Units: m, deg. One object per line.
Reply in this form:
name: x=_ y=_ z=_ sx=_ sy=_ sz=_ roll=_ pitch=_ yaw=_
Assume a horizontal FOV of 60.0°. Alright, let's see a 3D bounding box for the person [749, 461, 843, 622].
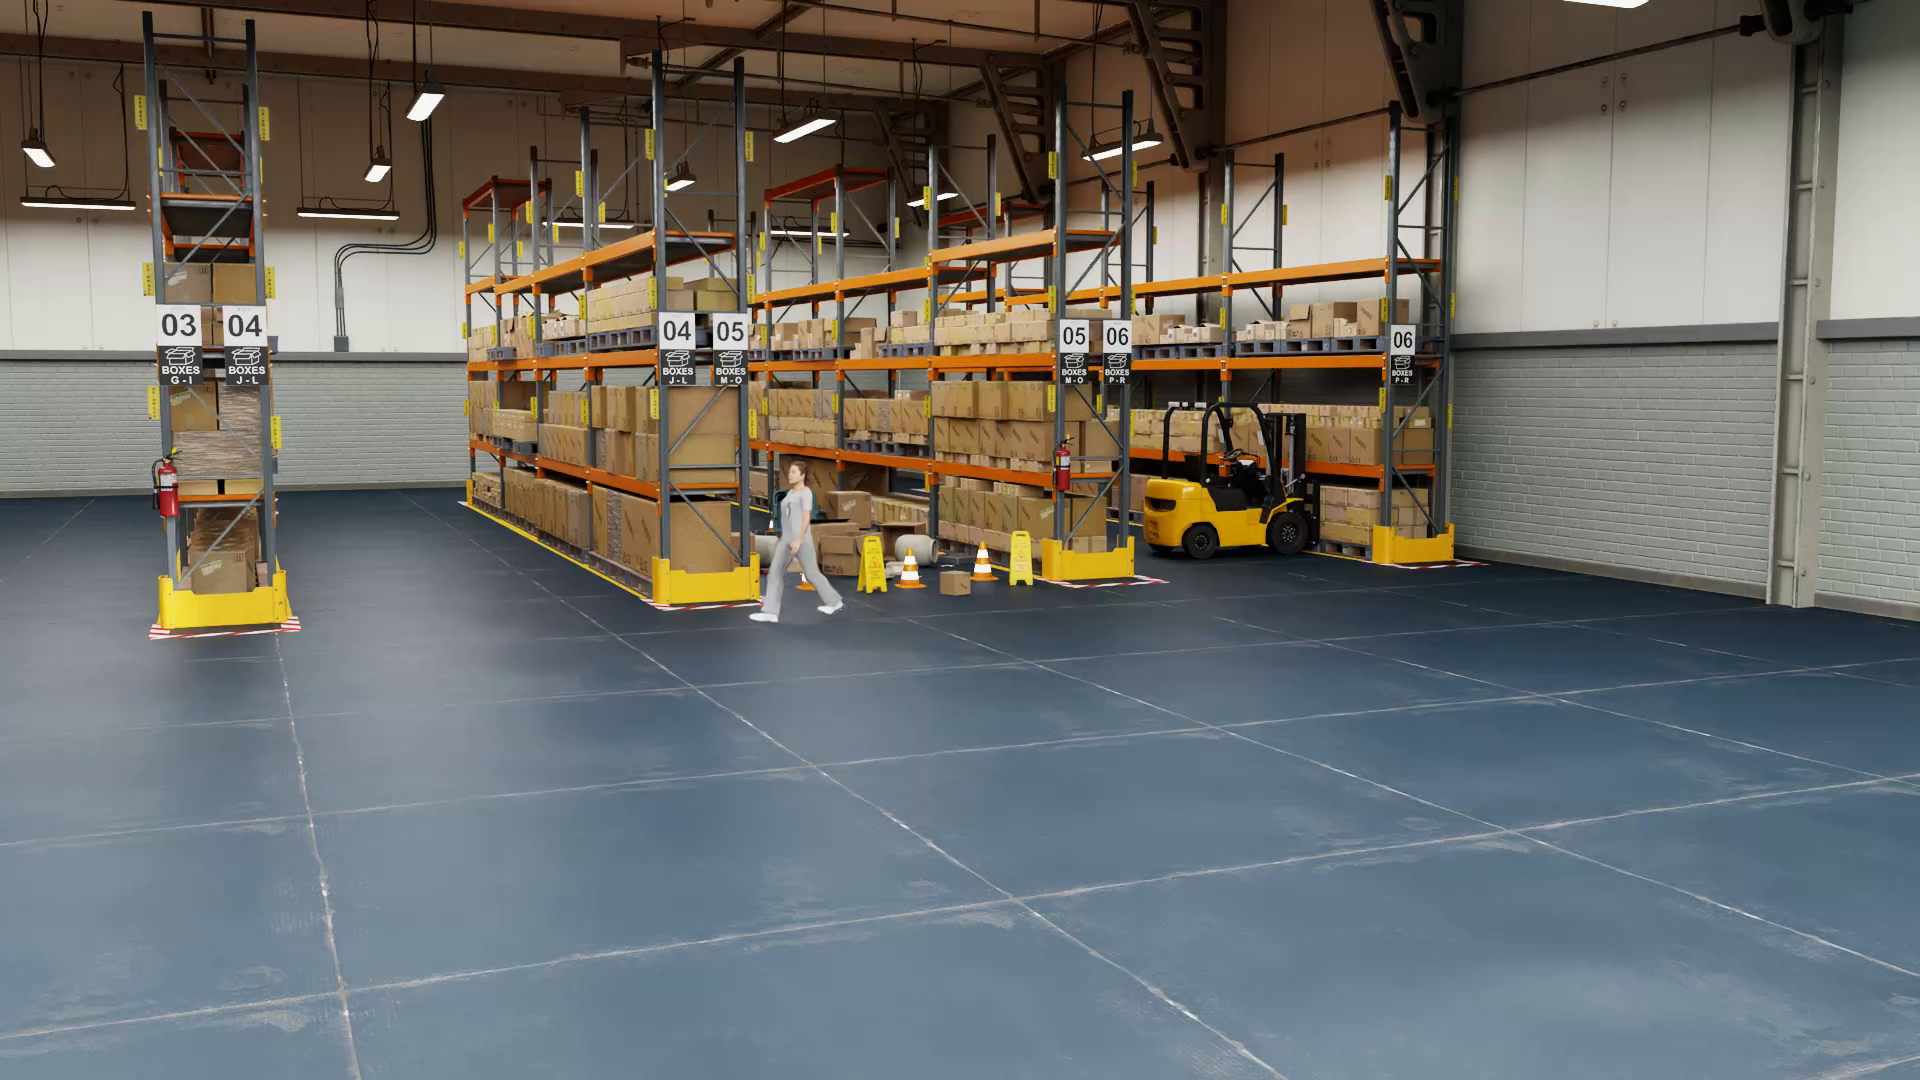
person: x=-1.649 y=0.013 z=16.870 sx=1.040 sy=1.617 sz=0.454 roll=-5 pitch=7 yaw=-42
